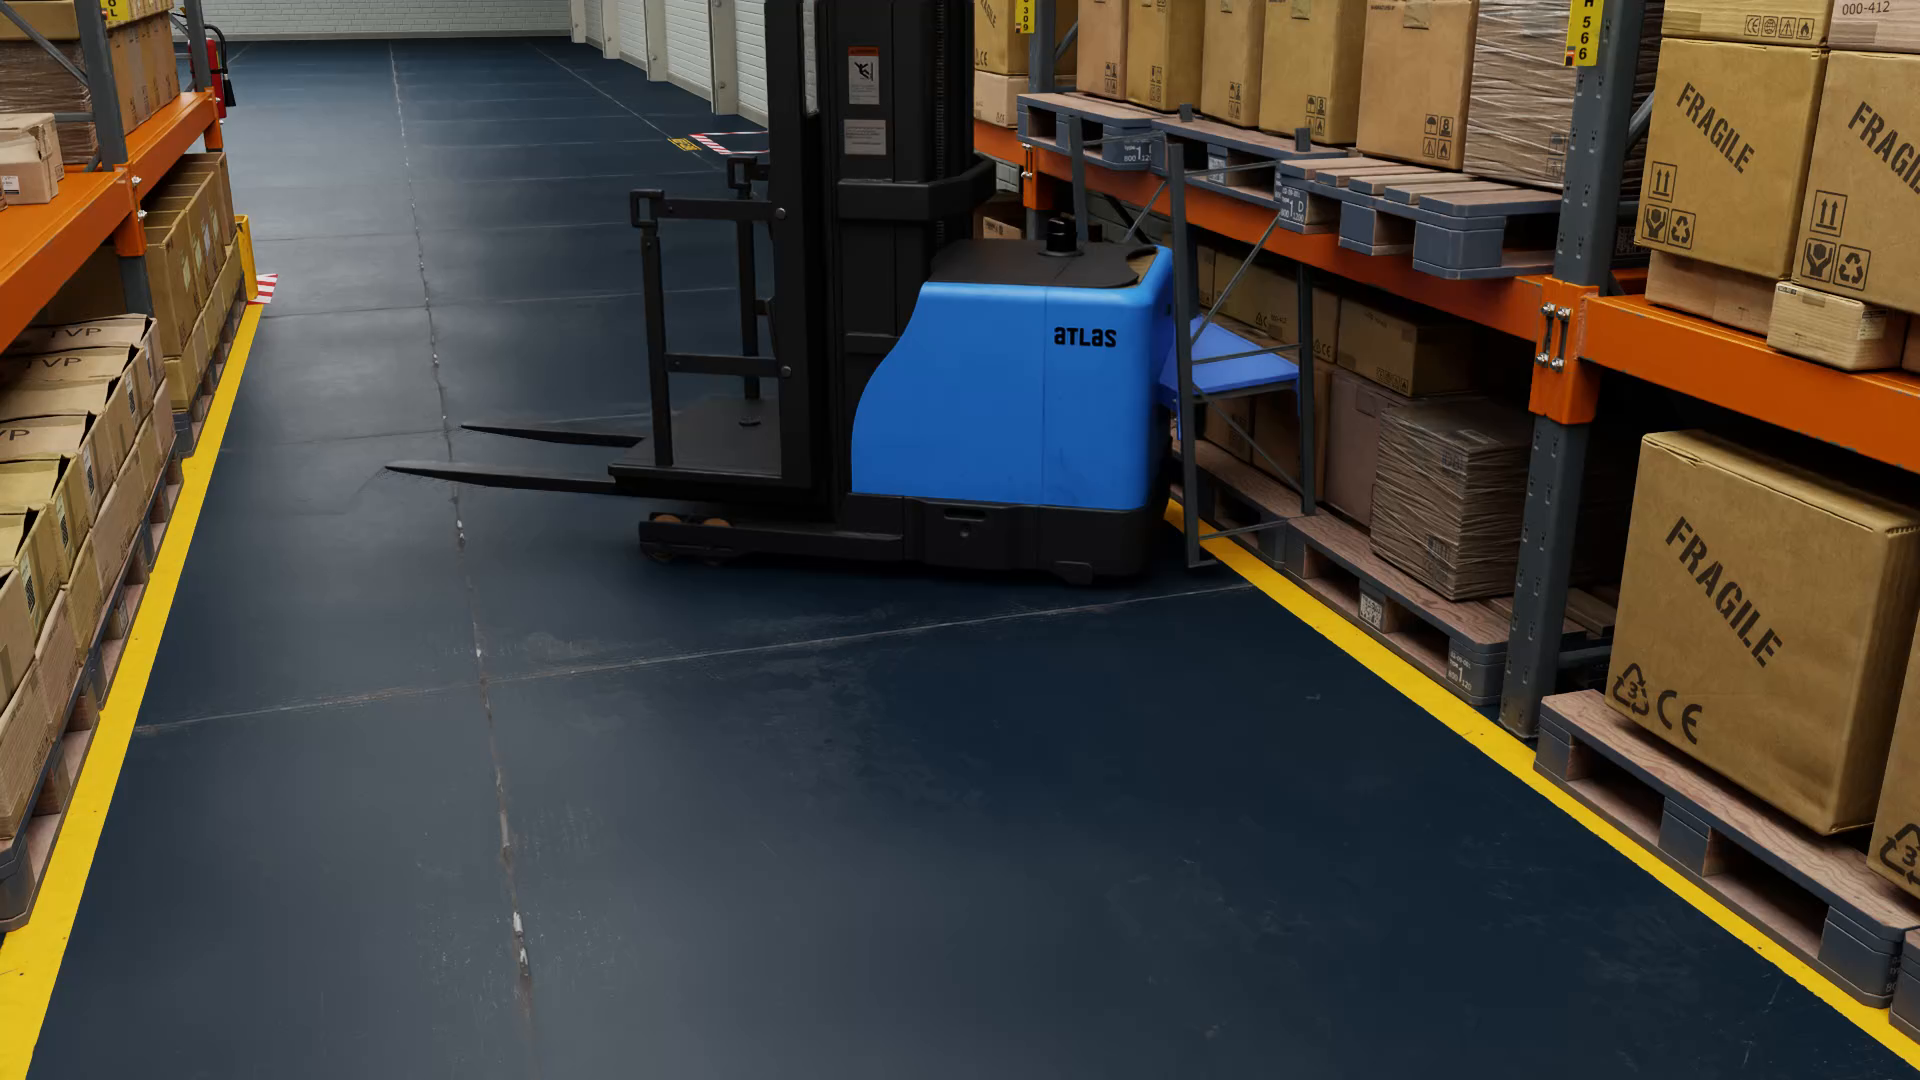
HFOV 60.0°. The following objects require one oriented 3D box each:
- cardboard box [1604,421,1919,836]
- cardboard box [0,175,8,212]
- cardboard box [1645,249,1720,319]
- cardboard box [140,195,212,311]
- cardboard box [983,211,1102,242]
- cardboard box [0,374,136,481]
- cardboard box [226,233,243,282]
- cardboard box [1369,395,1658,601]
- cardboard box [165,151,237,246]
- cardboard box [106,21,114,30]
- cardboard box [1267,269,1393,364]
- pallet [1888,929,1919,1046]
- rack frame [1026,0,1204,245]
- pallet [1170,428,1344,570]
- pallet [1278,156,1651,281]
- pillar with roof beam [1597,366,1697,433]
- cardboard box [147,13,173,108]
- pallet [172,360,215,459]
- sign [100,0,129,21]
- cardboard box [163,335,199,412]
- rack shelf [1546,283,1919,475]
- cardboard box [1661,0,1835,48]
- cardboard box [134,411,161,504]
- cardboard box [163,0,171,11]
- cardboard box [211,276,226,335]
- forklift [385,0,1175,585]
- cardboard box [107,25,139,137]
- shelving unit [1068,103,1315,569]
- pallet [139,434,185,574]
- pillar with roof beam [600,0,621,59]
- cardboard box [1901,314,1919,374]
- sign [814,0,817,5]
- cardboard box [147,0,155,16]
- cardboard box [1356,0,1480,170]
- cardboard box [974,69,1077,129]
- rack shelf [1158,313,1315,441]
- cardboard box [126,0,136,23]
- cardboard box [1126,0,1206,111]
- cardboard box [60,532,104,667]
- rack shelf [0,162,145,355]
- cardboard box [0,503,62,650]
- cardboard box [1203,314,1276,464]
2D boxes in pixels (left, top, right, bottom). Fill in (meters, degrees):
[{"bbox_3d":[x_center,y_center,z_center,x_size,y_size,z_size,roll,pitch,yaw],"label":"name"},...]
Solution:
[{"bbox_3d":[2.184,0.163,4.084,0.750,0.750,0.750,-7,21,-18],"label":"cardboard box"},{"bbox_3d":[-3.490,-1.287,5.414,0.500,0.500,0.500,-5,20,-13],"label":"cardboard box"},{"bbox_3d":[1.961,-0.662,4.164,0.380,0.149,0.250,-7,21,-18],"label":"cardboard box"},{"bbox_3d":[-4.044,-1.416,8.260,0.500,0.500,0.500,-6,21,-17],"label":"cardboard box"},{"bbox_3d":[0.456,-1.544,9.325,0.500,0.500,0.500,-8,21,-21],"label":"cardboard box"},{"bbox_3d":[-3.158,-0.398,5.705,0.500,0.311,0.500,-6,21,-17],"label":"cardboard box"},{"bbox_3d":[-4.690,-1.704,10.168,0.500,0.250,0.500,-6,21,-17],"label":"cardboard box"},{"bbox_3d":[1.801,-0.157,5.463,0.700,0.500,0.500,-6,21,-16],"label":"cardboard box"},{"bbox_3d":[-4.688,-2.057,10.042,0.500,0.500,0.500,-6,21,-17],"label":"cardboard box"},{"bbox_3d":[-4.027,-2.363,7.451,0.380,0.149,0.250,-7,21,-18],"label":"cardboard box"},{"bbox_3d":[1.515,-0.864,6.322,0.500,0.250,0.500,-6,21,-17],"label":"cardboard box"},{"bbox_3d":[2.633,1.063,3.144,1.003,0.211,1.213,-6,21,-17],"label":"pallet"},{"bbox_3d":[0.820,-2.185,8.061,1.000,3.000,0.127,-6,21,-17],"label":"rack frame"},{"bbox_3d":[1.453,-0.230,6.745,1.003,0.211,1.213,-6,21,-17],"label":"pallet"},{"bbox_3d":[1.752,-1.028,5.125,1.213,0.211,1.003,-6,21,-17],"label":"pallet"},{"bbox_3d":[-1.597,-3.776,3.617,9.100,9.000,0.400,-6,21,-17],"label":"pillar with roof beam"},{"bbox_3d":[-4.834,-2.669,9.261,0.700,0.500,0.500,-6,21,-16],"label":"cardboard box"},{"bbox_3d":[-4.092,-0.604,7.787,1.003,0.211,1.213,-6,21,-17],"label":"pallet"},{"bbox_3d":[-3.369,-2.225,6.579,0.100,0.325,0.005,-6,21,-17],"label":"sign"},{"bbox_3d":[-3.739,-0.742,7.490,0.500,0.250,0.500,-6,21,-17],"label":"cardboard box"},{"bbox_3d":[2.706,0.079,2.822,1.077,0.370,4.000,-6,21,-17],"label":"rack shelf"},{"bbox_3d":[1.984,-1.268,3.782,0.500,0.250,0.500,-6,21,-16],"label":"cardboard box"},{"bbox_3d":[-3.319,-0.296,6.249,0.500,0.250,0.500,-7,21,-18],"label":"cardboard box"},{"bbox_3d":[-4.754,-3.107,9.521,0.380,0.149,0.250,-6,21,-16],"label":"cardboard box"},{"bbox_3d":[-4.207,-1.223,8.832,0.500,0.250,0.500,-6,21,-17],"label":"cardboard box"},{"bbox_3d":[-0.722,-1.459,6.143,3.031,2.935,1.130,4,20,12],"label":"forklift"},{"bbox_3d":[-4.353,-2.176,7.889,0.700,0.500,0.500,-6,21,-16],"label":"cardboard box"},{"bbox_3d":[0.860,-0.805,6.248,0.538,1.500,1.048,-10,21,-13],"label":"shelving unit"},{"bbox_3d":[-3.613,-0.112,6.417,1.003,0.211,1.213,-6,21,-17],"label":"pallet"},{"bbox_3d":[-11.026,-13.403,30.420,9.100,9.000,0.400,-6,21,-17],"label":"pillar with roof beam"},{"bbox_3d":[2.231,-0.418,3.485,0.380,0.149,0.250,-7,21,-18],"label":"cardboard box"},{"bbox_3d":[-0.952,-3.818,11.328,0.100,0.325,0.005,-6,21,-17],"label":"sign"},{"bbox_3d":[-4.514,-2.860,8.833,0.380,0.149,0.250,-6,21,-16],"label":"cardboard box"},{"bbox_3d":[1.719,-1.481,5.304,0.700,0.500,0.500,-8,21,-22],"label":"cardboard box"},{"bbox_3d":[0.383,-2.243,8.417,0.500,0.250,0.500,-6,21,-17],"label":"cardboard box"},{"bbox_3d":[0.876,-0.637,6.312,0.538,0.185,1.000,-10,21,-13],"label":"rack shelf"},{"bbox_3d":[-4.272,-2.613,8.146,0.380,0.149,0.250,-7,21,-18],"label":"cardboard box"},{"bbox_3d":[1.116,-2.092,7.004,0.700,0.500,0.500,-4,20,-12],"label":"cardboard box"},{"bbox_3d":[-2.838,0.196,4.879,0.500,0.250,0.500,-7,21,-19],"label":"cardboard box"},{"bbox_3d":[-3.253,-0.677,4.927,1.077,0.370,4.000,-6,21,-17],"label":"rack shelf"},{"bbox_3d":[-2.683,0.092,4.339,0.500,0.311,0.500,-7,21,-19],"label":"cardboard box"},{"bbox_3d":[1.399,-0.652,6.842,0.700,0.500,0.500,-6,21,-17],"label":"cardboard box"}]
